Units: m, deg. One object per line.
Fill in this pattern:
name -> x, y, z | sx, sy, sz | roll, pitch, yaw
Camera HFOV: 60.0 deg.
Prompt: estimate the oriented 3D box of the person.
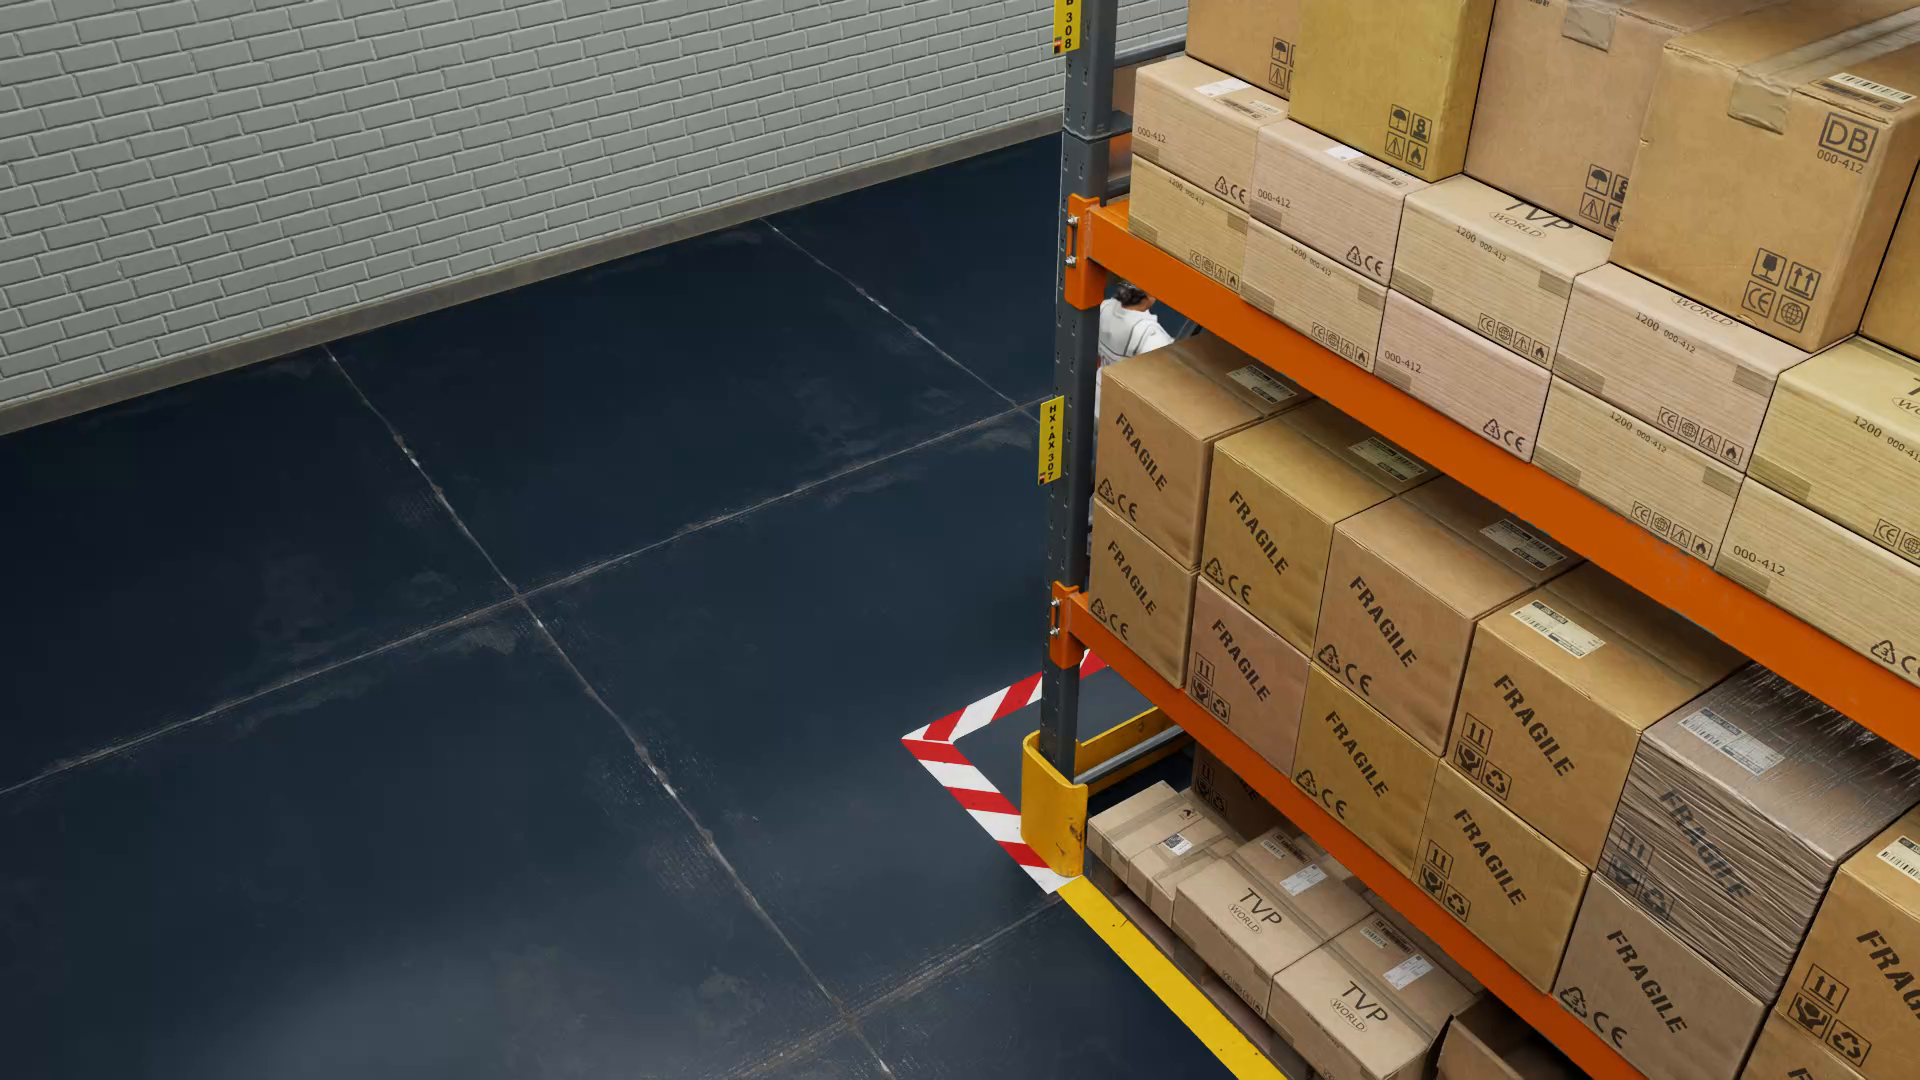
person -> 0.797, -0.572, 7.779 | 0.390, 1.659, 0.470 | -22, 42, -27
